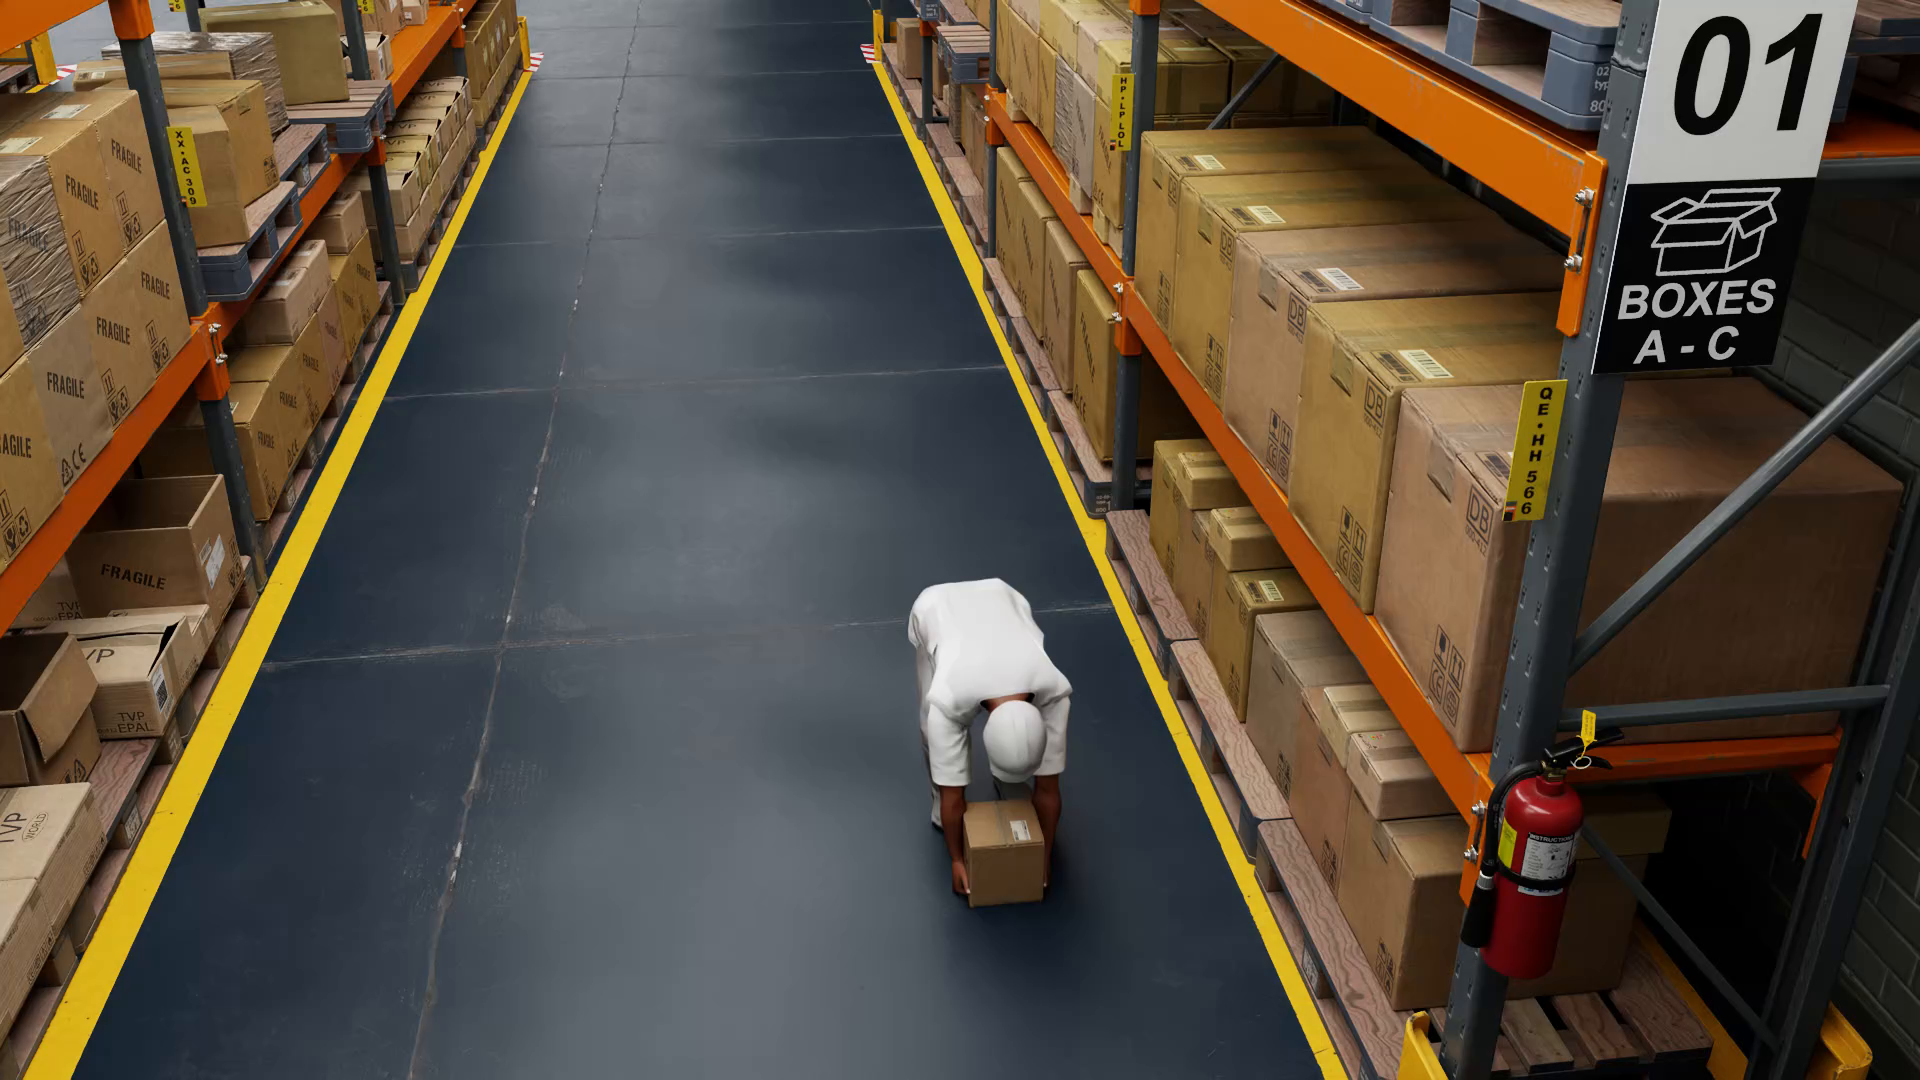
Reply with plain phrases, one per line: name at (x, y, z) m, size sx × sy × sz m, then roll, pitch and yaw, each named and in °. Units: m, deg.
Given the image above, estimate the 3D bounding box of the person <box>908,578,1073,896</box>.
person at (0.109, 0.659, 5.800) m, size 0.505 × 0.886 × 0.979 m, roll -5°, pitch 27°, yaw -10°
